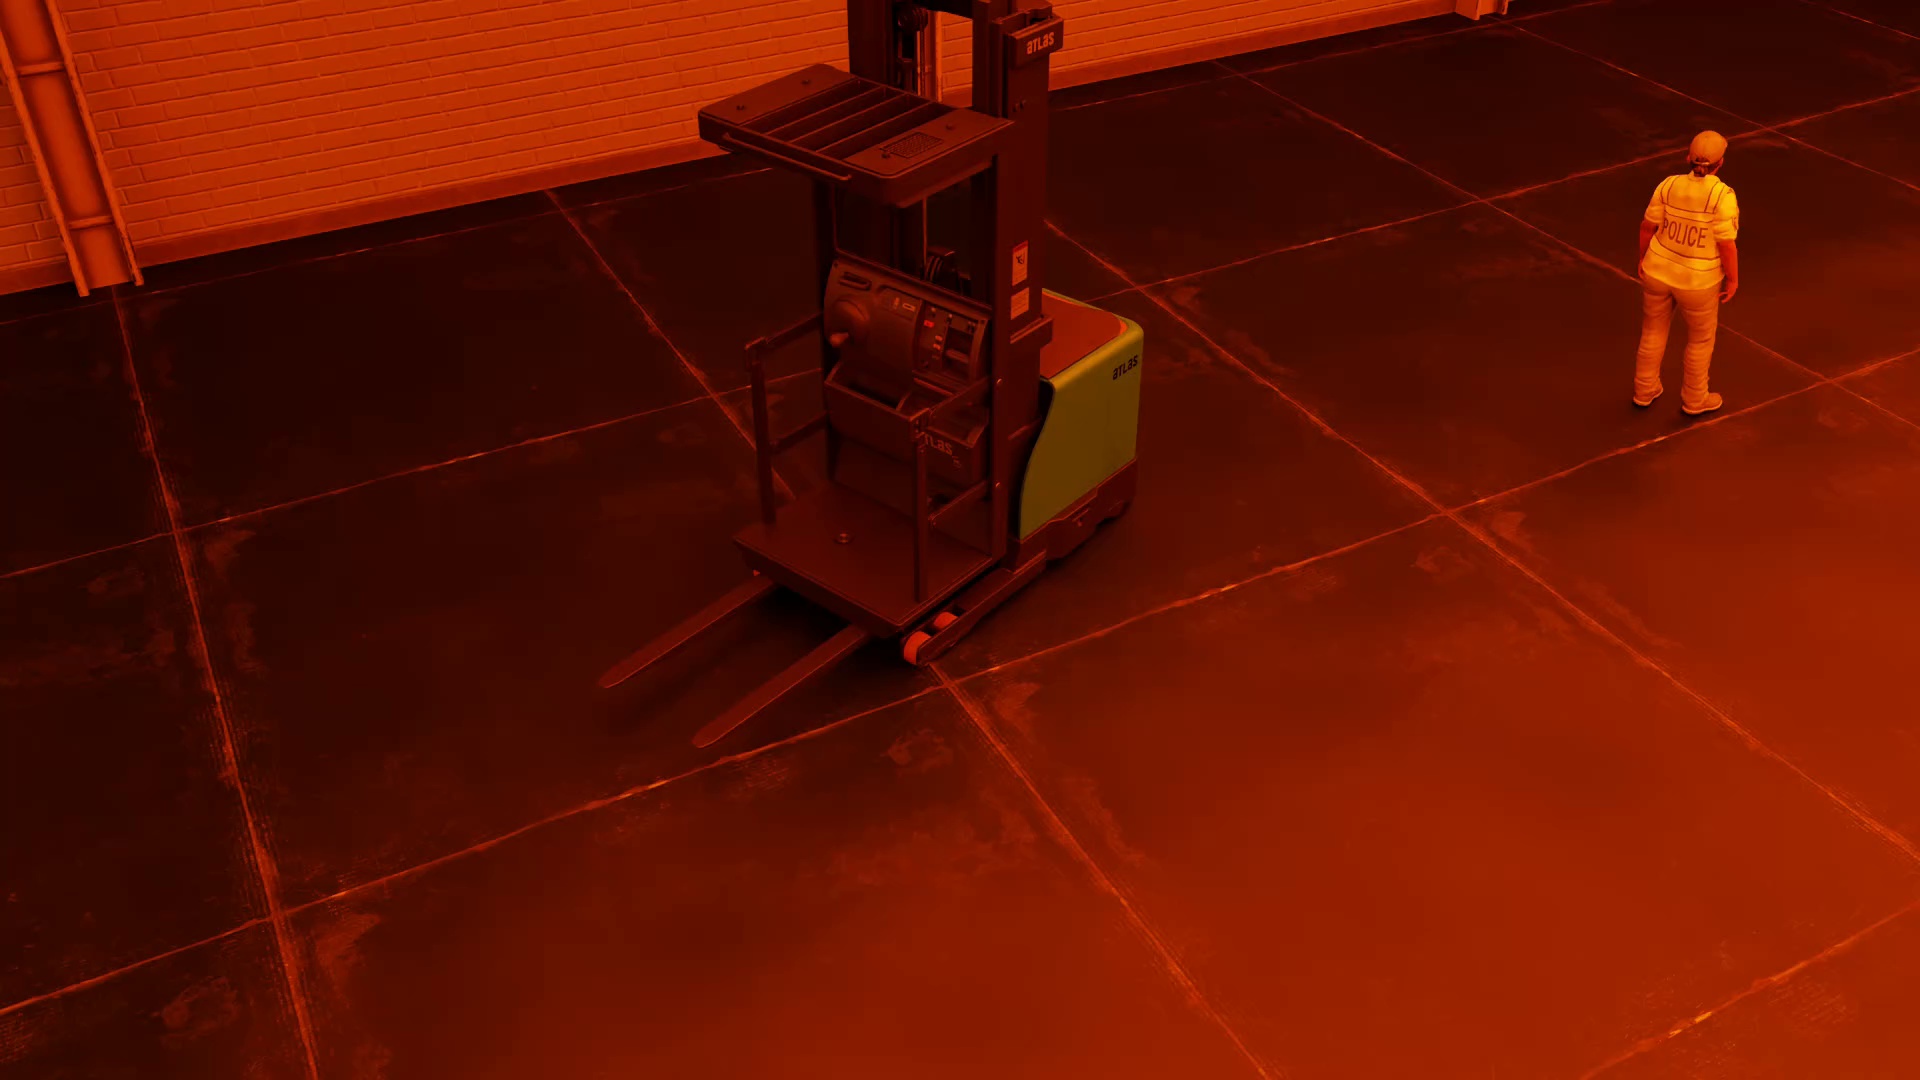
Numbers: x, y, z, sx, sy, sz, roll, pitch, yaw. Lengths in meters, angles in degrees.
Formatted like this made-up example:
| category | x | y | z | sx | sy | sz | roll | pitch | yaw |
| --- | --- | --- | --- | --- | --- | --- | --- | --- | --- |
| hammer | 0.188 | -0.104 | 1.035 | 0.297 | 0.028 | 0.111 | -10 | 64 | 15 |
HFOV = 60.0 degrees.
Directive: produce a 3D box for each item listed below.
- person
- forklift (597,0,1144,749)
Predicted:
| category | x | y | z | sx | sy | sz | roll | pitch | yaw |
| --- | --- | --- | --- | --- | --- | --- | --- | --- | --- |
| person | 4.108 | -1.501 | 9.329 | 0.529 | 1.670 | 0.598 | -29 | 45 | -35 |
| forklift | -0.390 | -0.927 | 7.434 | 1.130 | 2.935 | 3.031 | 26 | 43 | 31 |
